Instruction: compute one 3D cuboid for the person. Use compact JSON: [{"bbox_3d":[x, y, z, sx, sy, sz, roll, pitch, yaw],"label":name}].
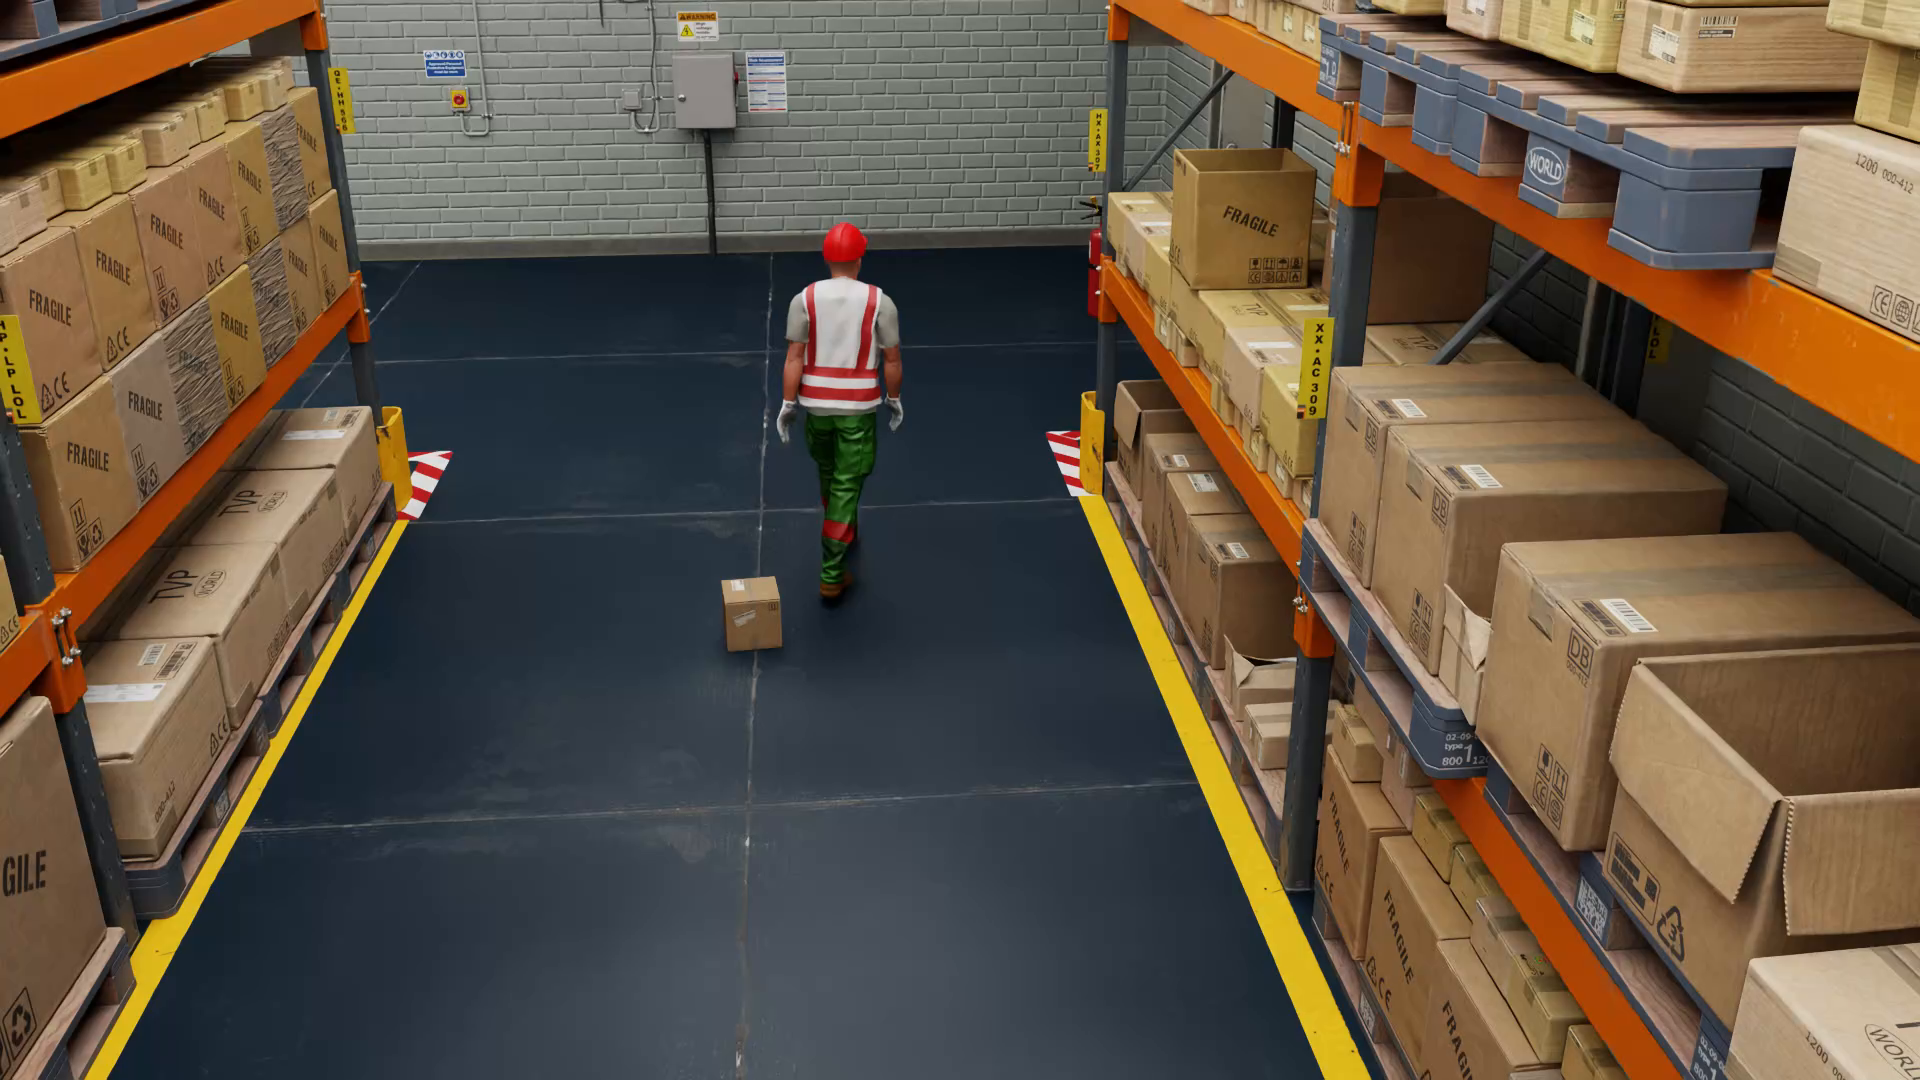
[{"bbox_3d":[-0.556,-0.693,8.134,0.571,1.724,0.981,5,24,11],"label":"person"}]
